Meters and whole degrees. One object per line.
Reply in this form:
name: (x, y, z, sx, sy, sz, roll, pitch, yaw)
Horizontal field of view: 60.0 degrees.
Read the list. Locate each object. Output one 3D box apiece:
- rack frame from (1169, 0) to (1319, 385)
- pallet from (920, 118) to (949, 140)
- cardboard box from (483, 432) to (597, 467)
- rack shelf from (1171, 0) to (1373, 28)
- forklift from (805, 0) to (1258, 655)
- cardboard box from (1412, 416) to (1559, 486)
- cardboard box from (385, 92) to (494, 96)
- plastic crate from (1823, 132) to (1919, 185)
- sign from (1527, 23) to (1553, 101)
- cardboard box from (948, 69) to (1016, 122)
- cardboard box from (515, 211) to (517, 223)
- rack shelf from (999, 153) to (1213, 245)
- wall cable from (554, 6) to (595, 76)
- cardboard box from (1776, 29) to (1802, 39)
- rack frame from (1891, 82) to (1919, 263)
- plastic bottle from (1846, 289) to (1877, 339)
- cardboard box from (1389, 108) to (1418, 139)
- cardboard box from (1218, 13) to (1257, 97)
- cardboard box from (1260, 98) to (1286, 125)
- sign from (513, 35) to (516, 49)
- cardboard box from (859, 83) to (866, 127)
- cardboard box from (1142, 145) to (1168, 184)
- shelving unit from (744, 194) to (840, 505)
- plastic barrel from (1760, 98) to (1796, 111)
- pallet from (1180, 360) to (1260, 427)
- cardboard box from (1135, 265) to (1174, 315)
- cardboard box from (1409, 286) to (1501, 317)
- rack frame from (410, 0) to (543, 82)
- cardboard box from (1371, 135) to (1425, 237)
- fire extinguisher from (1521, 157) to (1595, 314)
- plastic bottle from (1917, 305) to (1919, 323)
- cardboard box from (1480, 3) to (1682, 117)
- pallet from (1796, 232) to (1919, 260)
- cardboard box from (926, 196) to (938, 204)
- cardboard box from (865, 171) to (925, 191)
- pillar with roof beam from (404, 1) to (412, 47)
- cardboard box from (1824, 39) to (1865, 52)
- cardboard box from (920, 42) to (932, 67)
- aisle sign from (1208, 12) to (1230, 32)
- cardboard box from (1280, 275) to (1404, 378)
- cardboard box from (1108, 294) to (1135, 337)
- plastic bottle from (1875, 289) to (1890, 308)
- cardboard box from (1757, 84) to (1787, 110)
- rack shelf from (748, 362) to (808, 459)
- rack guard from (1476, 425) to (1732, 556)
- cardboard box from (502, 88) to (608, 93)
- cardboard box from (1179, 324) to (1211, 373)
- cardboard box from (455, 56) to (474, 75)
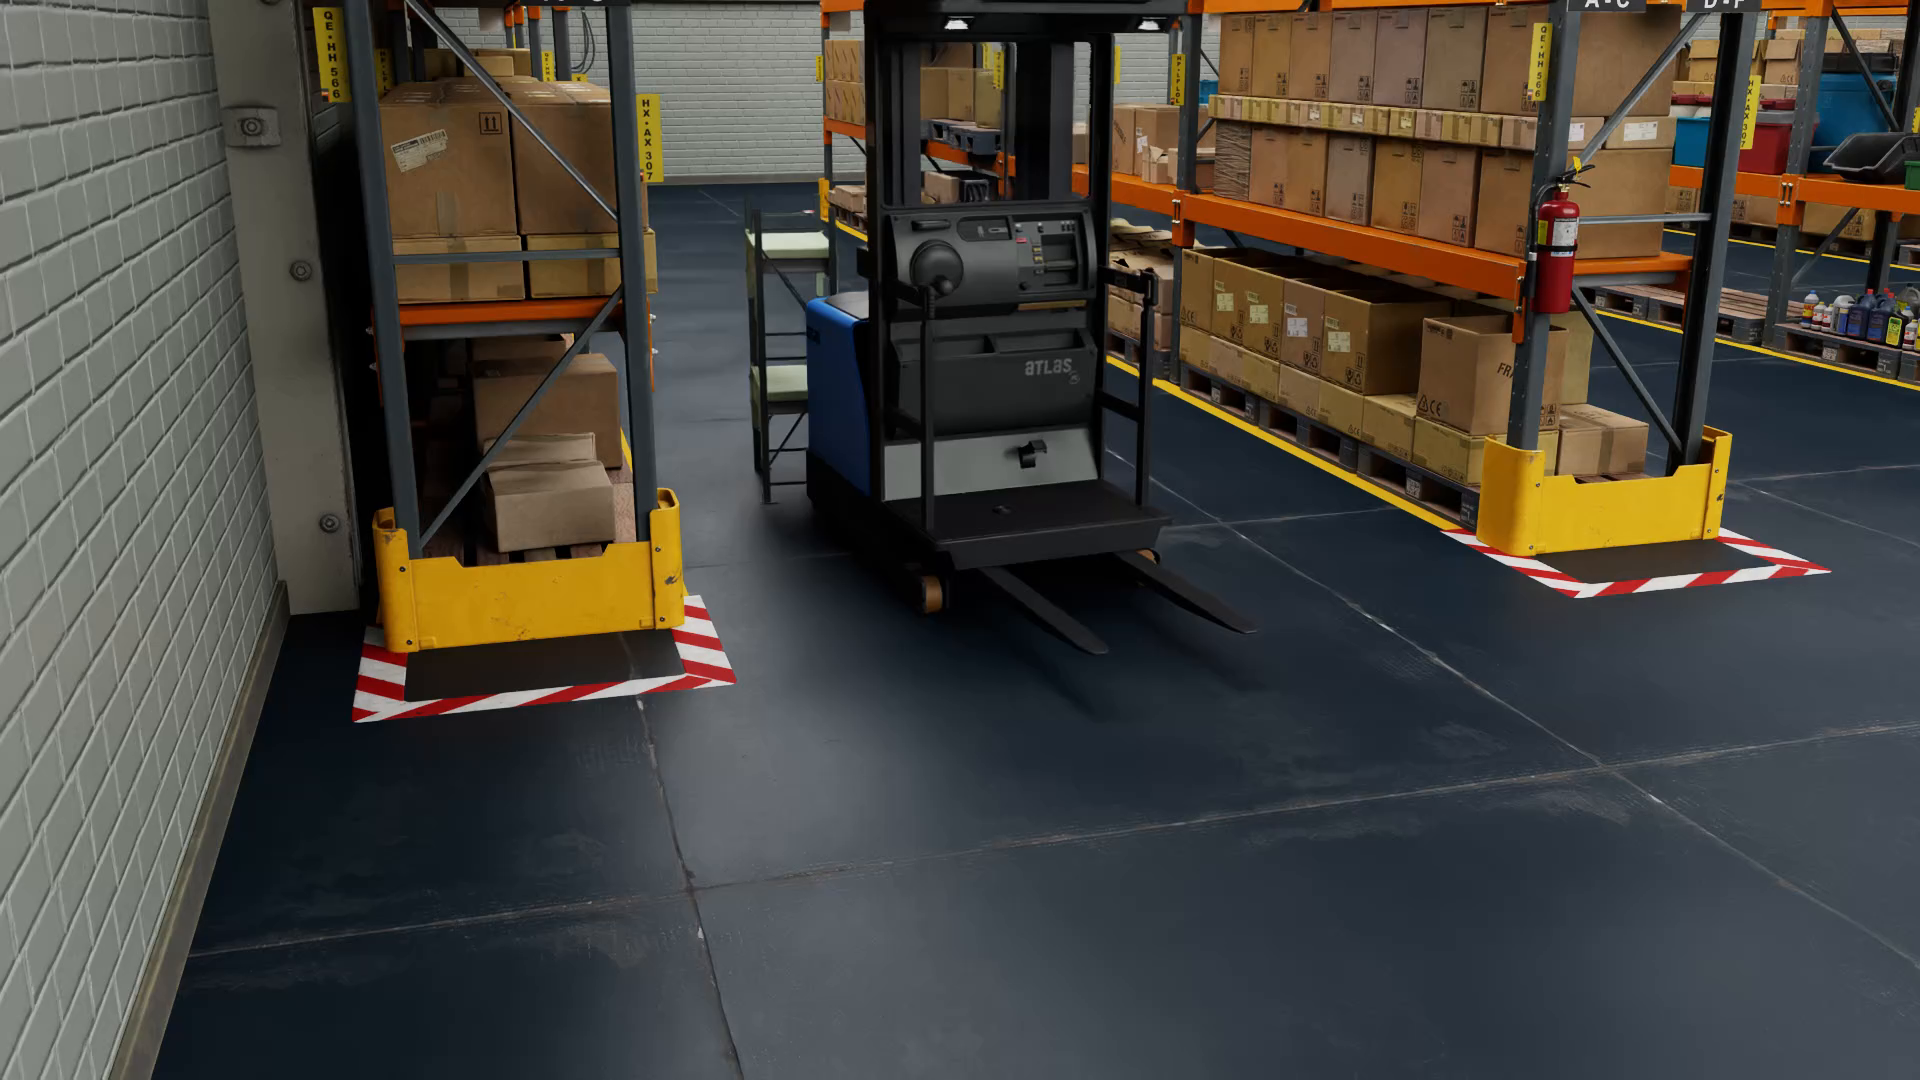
rack frame: (1.960, -2.563, 11.272, 1.000, 3.000, 0.127, -5, 17, -15)
pallet: (-0.124, -4.455, 17.902, 1.003, 0.211, 1.213, -5, 17, -15)
cardboard box: (-1.963, -0.343, 7.790, 0.500, 0.311, 0.500, -3, 17, -11)
rack shelf: (3.975, -6.812, 21.452, 1.077, 0.370, 4.000, -5, 17, -15)
forklift: (0.230, -1.230, 6.952, 1.130, 2.935, 3.031, -6, 18, -20)
cardboard box: (2.628, -0.466, 8.340, 0.500, 0.250, 0.500, -5, 17, -15)
cardboard box: (-2.312, -1.757, 7.511, 0.500, 0.500, 0.500, -5, 17, -17)
plastic crate: (6.745, -2.769, 12.065, 0.767, 0.338, 0.504, -5, 17, -15)
sign: (2.534, -2.086, 7.258, 0.100, 0.325, 0.005, -5, 17, -15)
cardboard box: (0.306, -4.541, 16.953, 0.700, 0.500, 0.500, -10, 19, -29)
cardboard box: (-1.688, -1.305, 7.307, 0.500, 0.250, 0.500, -5, 18, -17)
rack shelf: (1.410, -2.772, 13.217, 1.077, 0.370, 4.000, -5, 17, -15)
wall cable: (-7.311, -8.469, 25.901, 3.097, 2.526, 0.112, -5, 17, -15)
cardboard box: (12.853, -7.553, 25.454, 0.500, 0.500, 0.500, -5, 17, -16)
rack frame: (10.386, -4.452, 17.559, 1.000, 3.000, 0.127, -5, 17, -15)
plastic bottle: (6.546, -1.640, 12.037, 0.144, 0.351, 0.185, -4, 17, -14)
cardboard box: (2.488, -2.191, 8.732, 0.380, 0.149, 0.250, -4, 17, -14)
cardboard box: (2.088, -3.110, 10.664, 0.700, 0.500, 0.500, -5, 17, -15)
cardboard box: (2.063, -2.619, 10.156, 0.380, 0.149, 0.250, -5, 17, -16)
sign: (-5.574, -6.197, 20.944, 0.100, 0.325, 0.005, -5, 17, -15)
cardboard box: (-0.909, -5.227, 19.964, 0.500, 0.500, 0.500, -4, 17, -14)
cardboard box: (1.542, -2.728, 12.052, 0.396, 0.266, 0.258, -5, 17, -17)
shelving unit: (-0.880, -1.018, 8.735, 0.431, 1.500, 0.755, -3, 17, -10)
plastic barrel: (6.671, -3.301, 13.491, 0.433, 0.535, 0.433, 0, 17, 0)
pallet: (2.138, -1.005, 10.930, 1.003, 0.211, 1.213, -5, 17, -15)
cardboard box: (1.573, -1.806, 11.824, 0.500, 0.311, 0.500, -5, 17, -15)
cardboard box: (2.837, -1.142, 9.285, 0.500, 0.500, 0.500, -5, 17, -15)
rack frame: (-3.901, -3.277, 13.648, 1.000, 3.000, 0.127, -5, 17, -15)
cardboard box: (2.663, -1.918, 8.948, 0.700, 0.500, 0.500, -5, 17, -15)
fire extinguisher: (2.645, -1.350, 7.368, 0.296, 0.674, 0.183, -5, 17, -15)
plastic bottle: (7.095, -1.633, 12.145, 0.152, 0.276, 0.135, -5, 17, -15)
cardboard box: (2.929, -2.271, 7.869, 0.700, 0.500, 0.500, -5, 17, -15)
pallet: (10.242, -3.341, 18.706, 1.003, 0.211, 1.213, -5, 17, -15)
cardboard box: (-0.053, -3.351, 17.475, 0.500, 0.500, 0.500, -4, 17, -15)
cardboard box: (-0.760, -4.311, 20.663, 0.797, 0.503, 0.637, -5, 17, -15)
pillar with roof beam: (-3.534, -9.382, 23.543, 9.100, 9.000, 0.400, -5, 17, -15)
cardboard box: (10.025, -5.364, 18.679, 0.797, 0.503, 0.637, -4, 17, -14)
cardboard box: (-0.627, -5.422, 18.878, 0.500, 0.500, 0.500, -5, 17, -15)
aisle sign: (3.688, -7.561, 23.392, 0.394, 0.787, 0.004, -5, 17, -15)
cardboard box: (2.201, -1.239, 9.609, 0.500, 0.500, 0.500, -5, 17, -15)
cardboard box: (1.430, -1.679, 12.379, 0.500, 0.250, 0.500, -5, 17, -16)
plastic bottle: (6.685, -1.651, 12.075, 0.144, 0.351, 0.185, -5, 17, -15)
cardboard box: (9.596, -5.039, 19.341, 0.500, 0.500, 0.500, -4, 17, -14)
rack shelf: (-0.880, -0.706, 8.829, 0.431, 0.370, 0.720, -3, 17, -10)
rack guard: (3.066, -0.253, 7.926, 1.175, 0.500, 0.348, -5, 17, -15)
cardboard box: (-1.961, -1.940, 8.118, 0.500, 0.500, 0.500, -4, 17, -14)
cardboard box: (1.796, -1.295, 11.100, 0.500, 0.250, 0.500, -5, 17, -15)
cardboard box: (-3.778, -3.753, 13.167, 0.380, 0.149, 0.250, -7, 18, -22)
